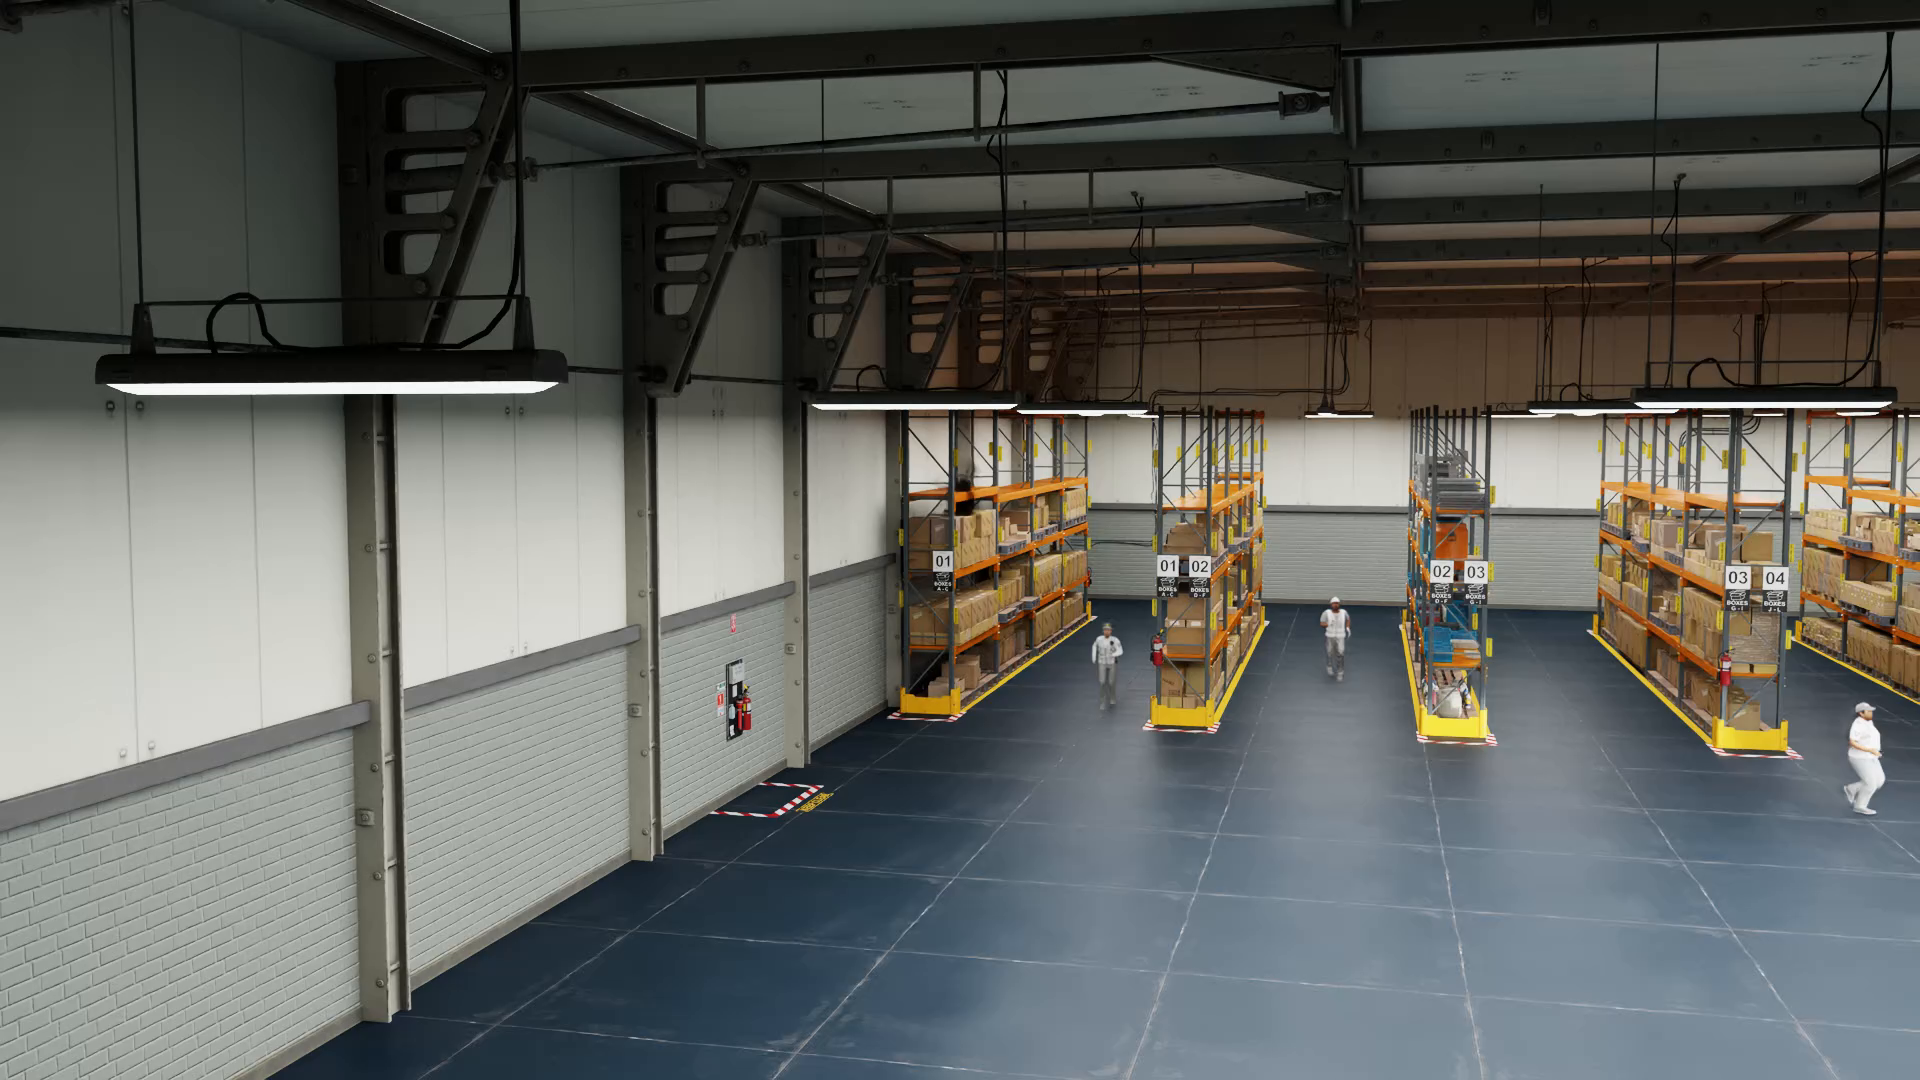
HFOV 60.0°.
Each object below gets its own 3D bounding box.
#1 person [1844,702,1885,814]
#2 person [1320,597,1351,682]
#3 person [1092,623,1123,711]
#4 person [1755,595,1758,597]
[{"bbox_3d":[13.181,3.174,24.252,0.604,1.617,0.572,-4,6,-44],"label":"person"},{"bbox_3d":[8.306,2.173,36.812,0.670,1.821,0.881,1,4,9],"label":"person"},{"bbox_3d":[2.937,2.507,33.124,0.626,1.751,0.782,1,4,13],"label":"person"},{"bbox_3d":[20.886,1.808,44.126,0.609,1.503,0.561,4,6,44],"label":"person"}]
